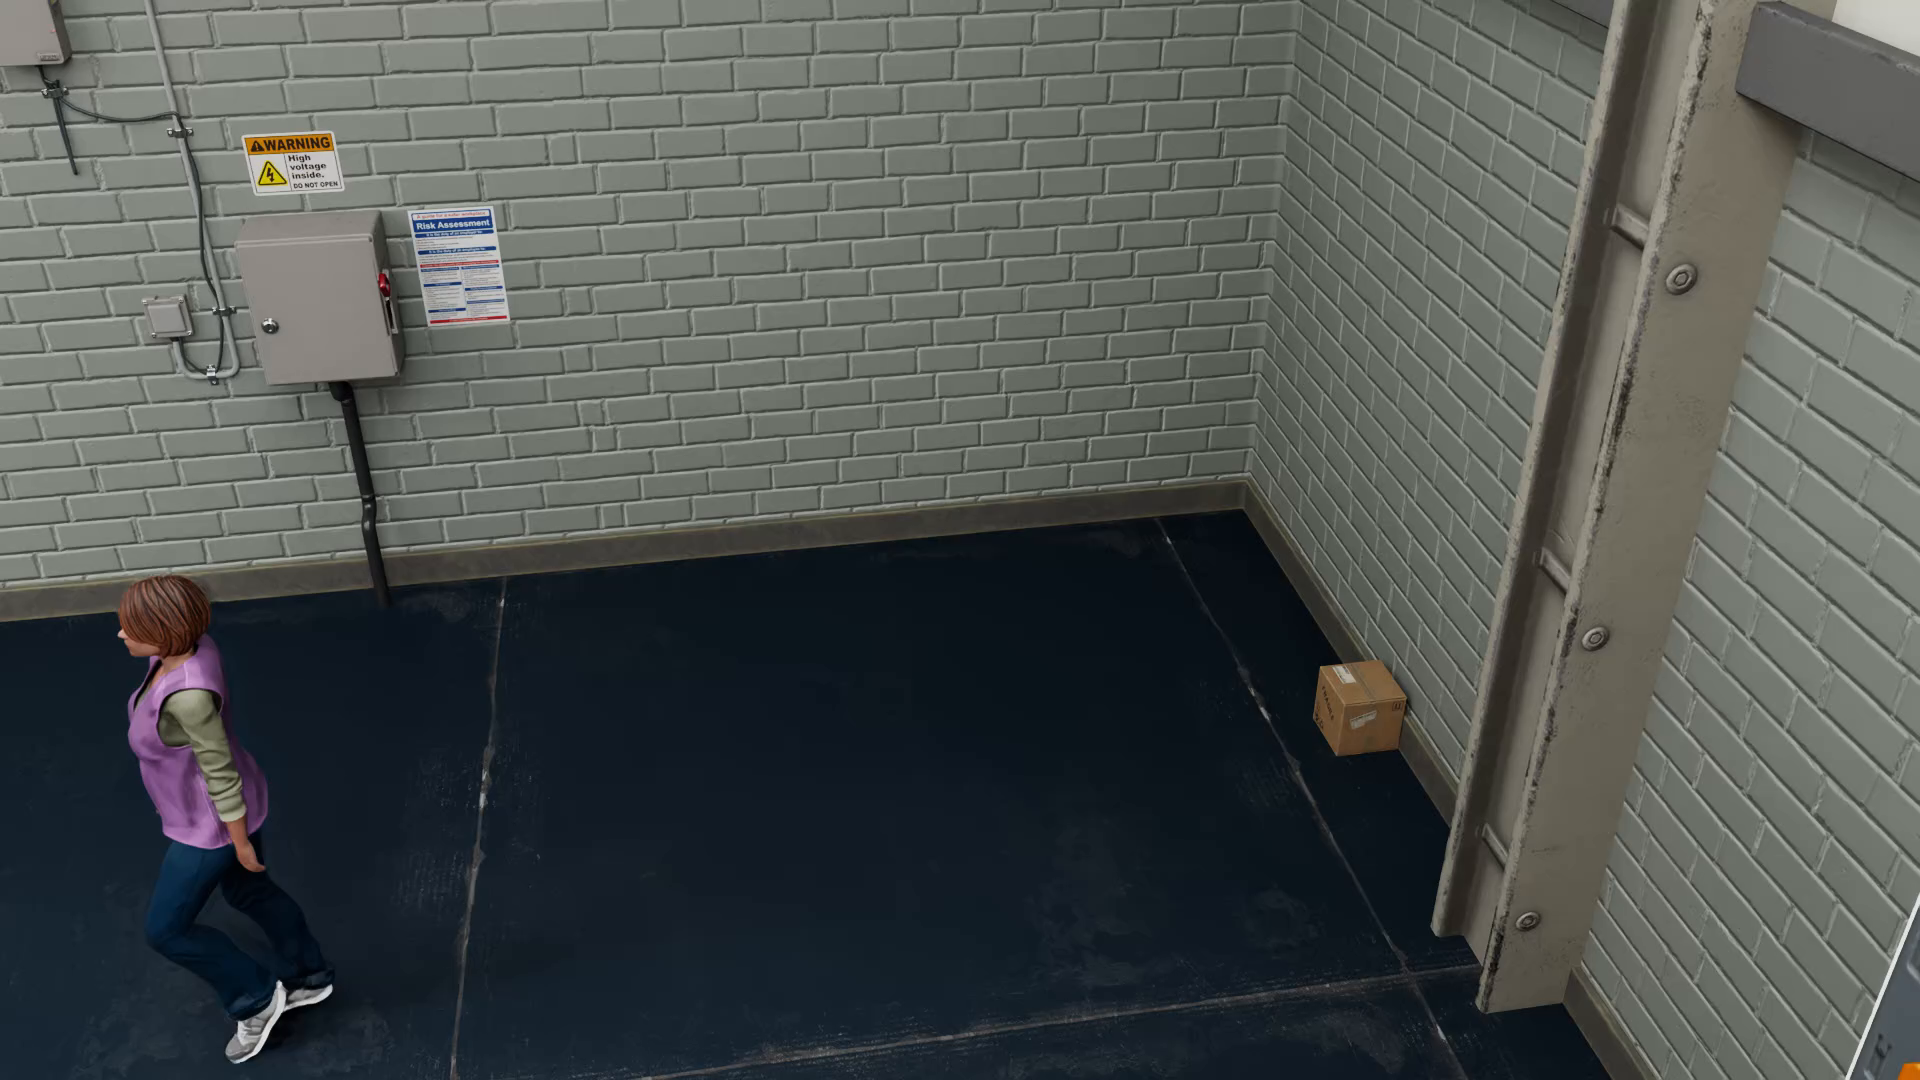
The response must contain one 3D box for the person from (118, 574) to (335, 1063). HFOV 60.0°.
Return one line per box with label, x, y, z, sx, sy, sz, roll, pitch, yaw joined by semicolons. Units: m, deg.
person;-2.165;0.815;4.796;0.451;1.616;0.415;-11;33;-17
